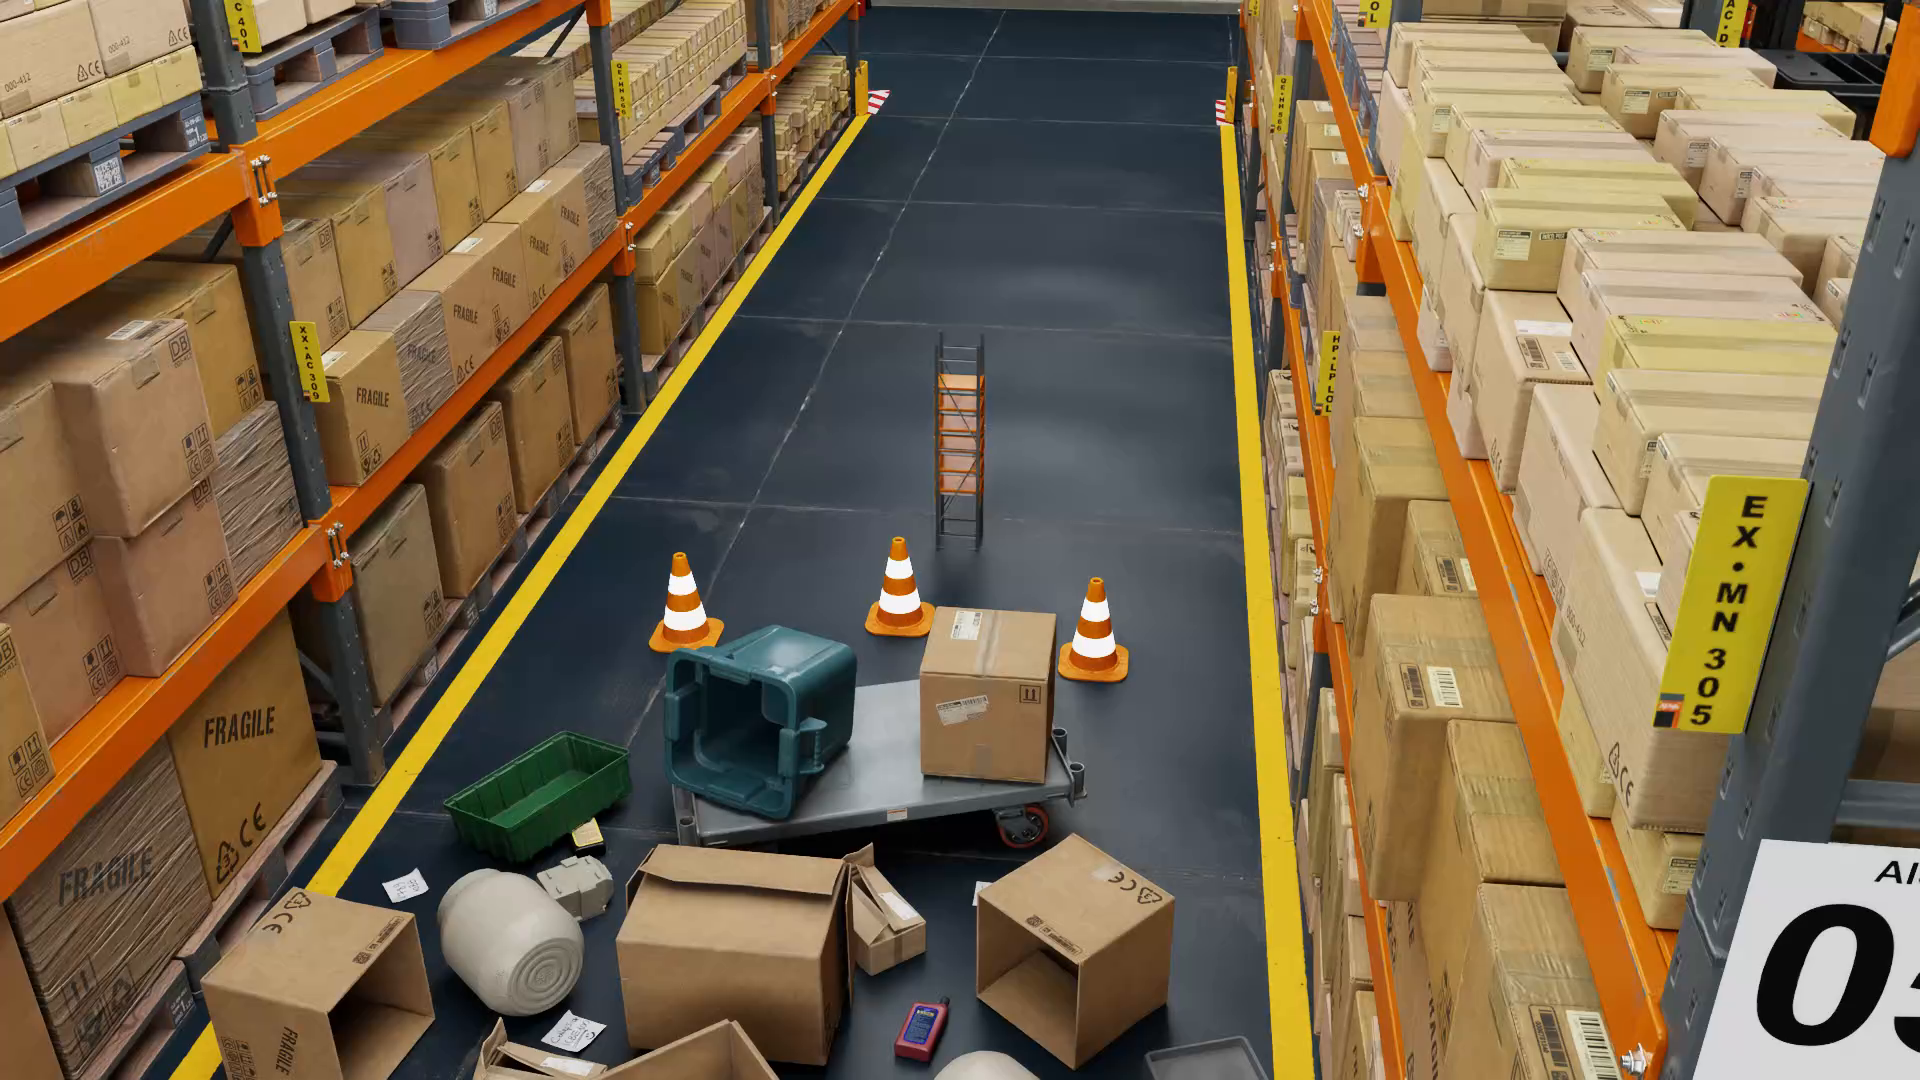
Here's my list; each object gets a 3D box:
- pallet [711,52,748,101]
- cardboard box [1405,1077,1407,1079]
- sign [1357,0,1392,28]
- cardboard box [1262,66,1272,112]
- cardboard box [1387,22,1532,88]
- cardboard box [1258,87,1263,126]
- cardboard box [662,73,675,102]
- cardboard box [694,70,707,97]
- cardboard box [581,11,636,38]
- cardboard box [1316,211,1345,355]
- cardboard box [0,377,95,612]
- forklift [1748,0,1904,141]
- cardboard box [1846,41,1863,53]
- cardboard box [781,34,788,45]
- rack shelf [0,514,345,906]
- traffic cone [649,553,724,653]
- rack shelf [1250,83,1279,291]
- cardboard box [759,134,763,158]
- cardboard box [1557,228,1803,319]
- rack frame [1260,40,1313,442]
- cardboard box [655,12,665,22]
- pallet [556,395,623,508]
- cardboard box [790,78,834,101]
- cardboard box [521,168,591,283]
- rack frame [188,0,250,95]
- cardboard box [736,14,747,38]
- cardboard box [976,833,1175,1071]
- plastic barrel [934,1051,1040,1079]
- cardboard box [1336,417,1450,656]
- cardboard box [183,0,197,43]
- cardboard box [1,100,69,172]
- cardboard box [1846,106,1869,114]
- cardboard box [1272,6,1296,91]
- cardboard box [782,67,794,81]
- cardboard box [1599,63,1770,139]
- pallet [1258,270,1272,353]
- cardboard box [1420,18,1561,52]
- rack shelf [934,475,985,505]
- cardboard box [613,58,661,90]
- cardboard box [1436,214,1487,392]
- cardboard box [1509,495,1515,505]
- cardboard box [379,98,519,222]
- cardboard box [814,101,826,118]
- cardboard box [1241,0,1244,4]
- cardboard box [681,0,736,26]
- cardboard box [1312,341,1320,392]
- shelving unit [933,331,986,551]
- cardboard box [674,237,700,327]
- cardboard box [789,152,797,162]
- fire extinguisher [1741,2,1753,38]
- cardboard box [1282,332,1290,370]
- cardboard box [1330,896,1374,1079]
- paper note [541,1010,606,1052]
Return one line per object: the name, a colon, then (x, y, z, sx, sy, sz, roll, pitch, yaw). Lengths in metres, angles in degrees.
pallet: (-2.292, -3.624, 13.017, 1.003, 0.211, 1.213, 3, 28, 6)
cardboard box: (1.209, 1.383, 3.785, 0.380, 0.149, 0.250, 4, 29, 7)
sign: (1.340, -1.806, 5.317, 0.100, 0.325, 0.005, 3, 28, 6)
cardboard box: (2.353, -3.062, 11.402, 0.500, 0.250, 0.500, 3, 28, 5)
cardboard box: (1.528, -1.486, 5.107, 0.380, 0.149, 0.250, 3, 28, 5)
cardboard box: (2.415, -3.078, 11.959, 0.500, 0.250, 0.500, 3, 28, 6)
cardboard box: (-2.163, -3.088, 11.327, 0.380, 0.149, 0.250, 3, 28, 6)
cardboard box: (-2.063, -3.322, 12.076, 0.380, 0.149, 0.250, 5, 29, 8)
cardboard box: (-2.654, -3.868, 12.462, 0.380, 0.149, 0.250, 3, 28, 6)
cardboard box: (1.848, -1.121, 7.306, 0.500, 0.500, 0.500, 4, 29, 8)
cardboard box: (-3.268, -0.152, 5.073, 0.875, 0.550, 0.550, 3, 28, 6)
forklift: (4.688, -1.533, 9.004, 1.130, 2.935, 3.031, 3, 29, 6)
cardboard box: (7.667, -4.079, 13.923, 0.380, 0.149, 0.250, 3, 28, 5)
cardboard box: (-1.717, -4.446, 14.604, 0.380, 0.149, 0.250, 2, 28, 4)
rack shelf: (-3.279, 0.964, 5.056, 1.077, 0.370, 4.000, 3, 28, 6)
traffic cone: (-1.371, 0.279, 8.244, 0.336, 0.463, 0.334, 3, 28, 6)
rack shelf: (2.626, -2.562, 11.601, 1.077, 0.370, 4.000, 3, 28, 6)
cardboard box: (-1.806, -3.402, 14.337, 0.380, 0.149, 0.250, 4, 29, 8)
cardboard box: (1.409, -0.502, 3.280, 0.380, 0.149, 0.250, 3, 28, 5)
rack frame: (2.381, -1.937, 9.683, 1.000, 3.000, 0.127, 3, 28, 6)
cardboard box: (-2.559, -4.106, 13.218, 0.380, 0.149, 0.250, 4, 29, 7)
pallet: (-2.716, -0.583, 10.109, 1.003, 0.211, 1.213, 3, 28, 6)
cardboard box: (-1.443, -4.378, 16.150, 0.380, 0.149, 0.250, 4, 29, 8)
cardboard box: (-2.395, -1.759, 9.246, 0.500, 0.500, 0.500, 3, 28, 6)
rack frame: (-3.034, -2.935, 5.210, 1.000, 3.000, 0.127, 3, 28, 6)
cardboard box: (-1.907, -4.066, 13.144, 0.380, 0.149, 0.250, 4, 29, 8)
cardboard box: (0.409, 1.471, 5.990, 0.500, 0.500, 0.500, -24, 36, -37)
plastic barrel: (0.151, 1.903, 5.272, 0.421, 0.421, 0.512, -24, 36, -37)
cardboard box: (1.449, -0.001, 4.615, 0.700, 0.500, 0.500, 3, 28, 5)
cardboard box: (-3.107, -2.119, 6.469, 0.500, 0.250, 0.500, 4, 29, 7)
cardboard box: (-2.854, -1.182, 4.836, 0.380, 0.149, 0.250, 3, 29, 6)
cardboard box: (7.976, -3.818, 15.367, 0.700, 0.500, 0.500, 4, 29, 8)
cardboard box: (2.307, -3.155, 10.784, 0.500, 0.500, 0.500, 3, 28, 6)
cardboard box: (-1.880, -4.771, 16.879, 0.380, 0.149, 0.250, 4, 29, 7)
cardboard box: (1.992, -1.209, 4.593, 0.380, 0.149, 0.250, 4, 29, 7)
pallet: (2.704, -1.649, 12.088, 1.003, 0.211, 1.213, 3, 28, 6)
cardboard box: (1.819, -1.777, 5.938, 0.500, 0.250, 0.500, 3, 28, 5)
rack shelf: (-0.002, -0.271, 9.088, 0.258, 0.103, 0.180, 3, 28, 6)
cardboard box: (-2.198, -3.086, 11.010, 0.380, 0.149, 0.250, 2, 28, 4)
cardboard box: (1.377, -0.532, 3.757, 0.500, 0.250, 0.500, 4, 29, 7)
cardboard box: (1.351, -0.166, 3.499, 0.380, 0.149, 0.250, 3, 28, 5)
cardboard box: (-2.730, -1.971, 8.586, 0.700, 0.500, 0.500, 3, 28, 5)
cardboard box: (-1.508, -4.130, 16.002, 0.380, 0.149, 0.250, 5, 29, 9)
cardboard box: (3.017, -5.537, 16.260, 0.500, 0.500, 0.500, 3, 28, 6)
cardboard box: (-1.942, -4.069, 12.835, 0.380, 0.149, 0.250, 3, 28, 5)
cardboard box: (1.753, -0.753, 7.308, 0.380, 0.149, 0.250, 4, 29, 7)
shelving unit: (-0.002, -0.521, 8.953, 0.258, 1.200, 0.189, 3, 28, 6)
cardboard box: (-2.146, -1.816, 11.652, 0.500, 0.500, 0.500, 4, 29, 7)
cardboard box: (-1.679, -3.388, 14.939, 0.380, 0.149, 0.250, 3, 28, 6)
fire extinguisher: (7.847, -5.314, 16.425, 0.296, 0.674, 0.183, 3, 28, 6)
cardboard box: (2.548, -1.507, 10.681, 0.875, 0.875, 0.875, 3, 28, 6)
cardboard box: (1.431, 1.400, 5.154, 0.500, 0.500, 0.500, 5, 29, 9)
paper note: (-1.385, 1.762, 5.955, 0.172, 0.023, 0.155, 14, 31, 24)
